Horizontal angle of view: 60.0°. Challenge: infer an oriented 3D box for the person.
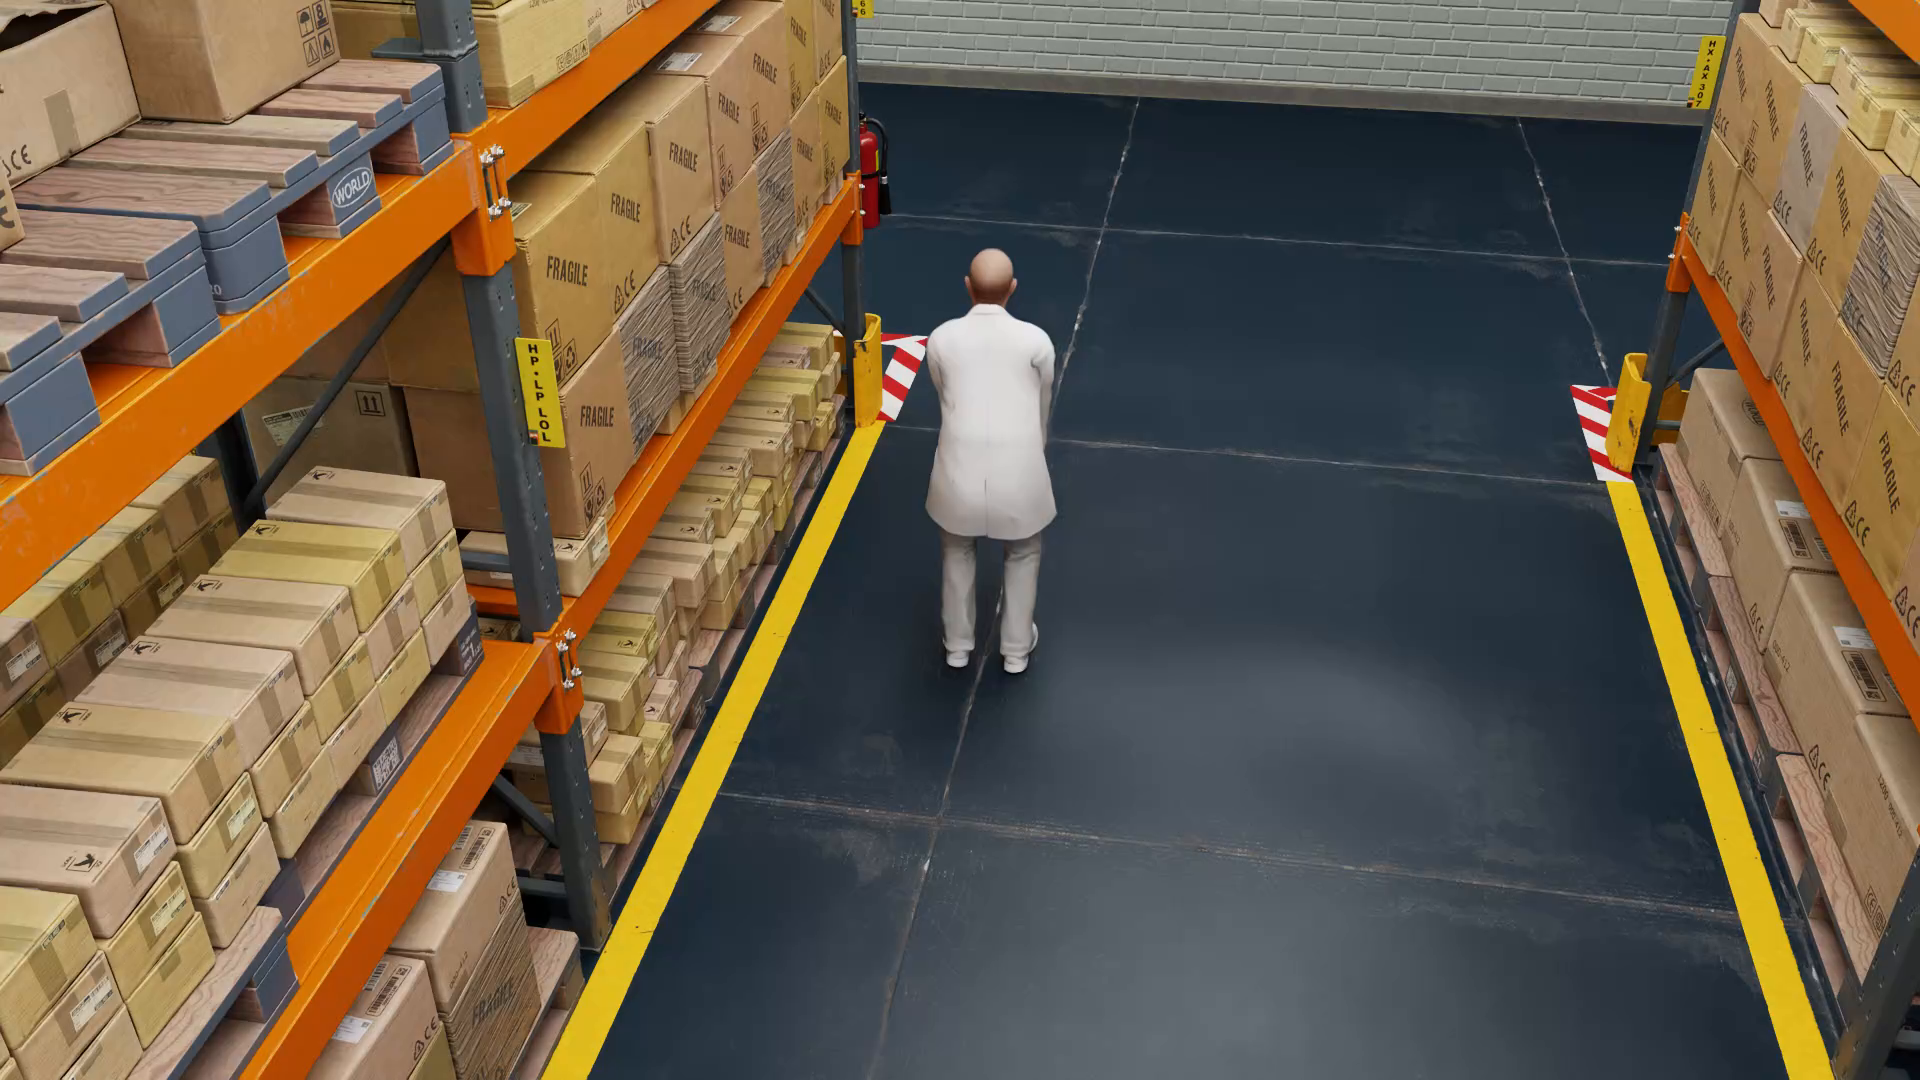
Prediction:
[{"bbox_3d":[0.137,-0.280,6.727,0.534,1.650,0.594,4,32,7],"label":"person"}]
